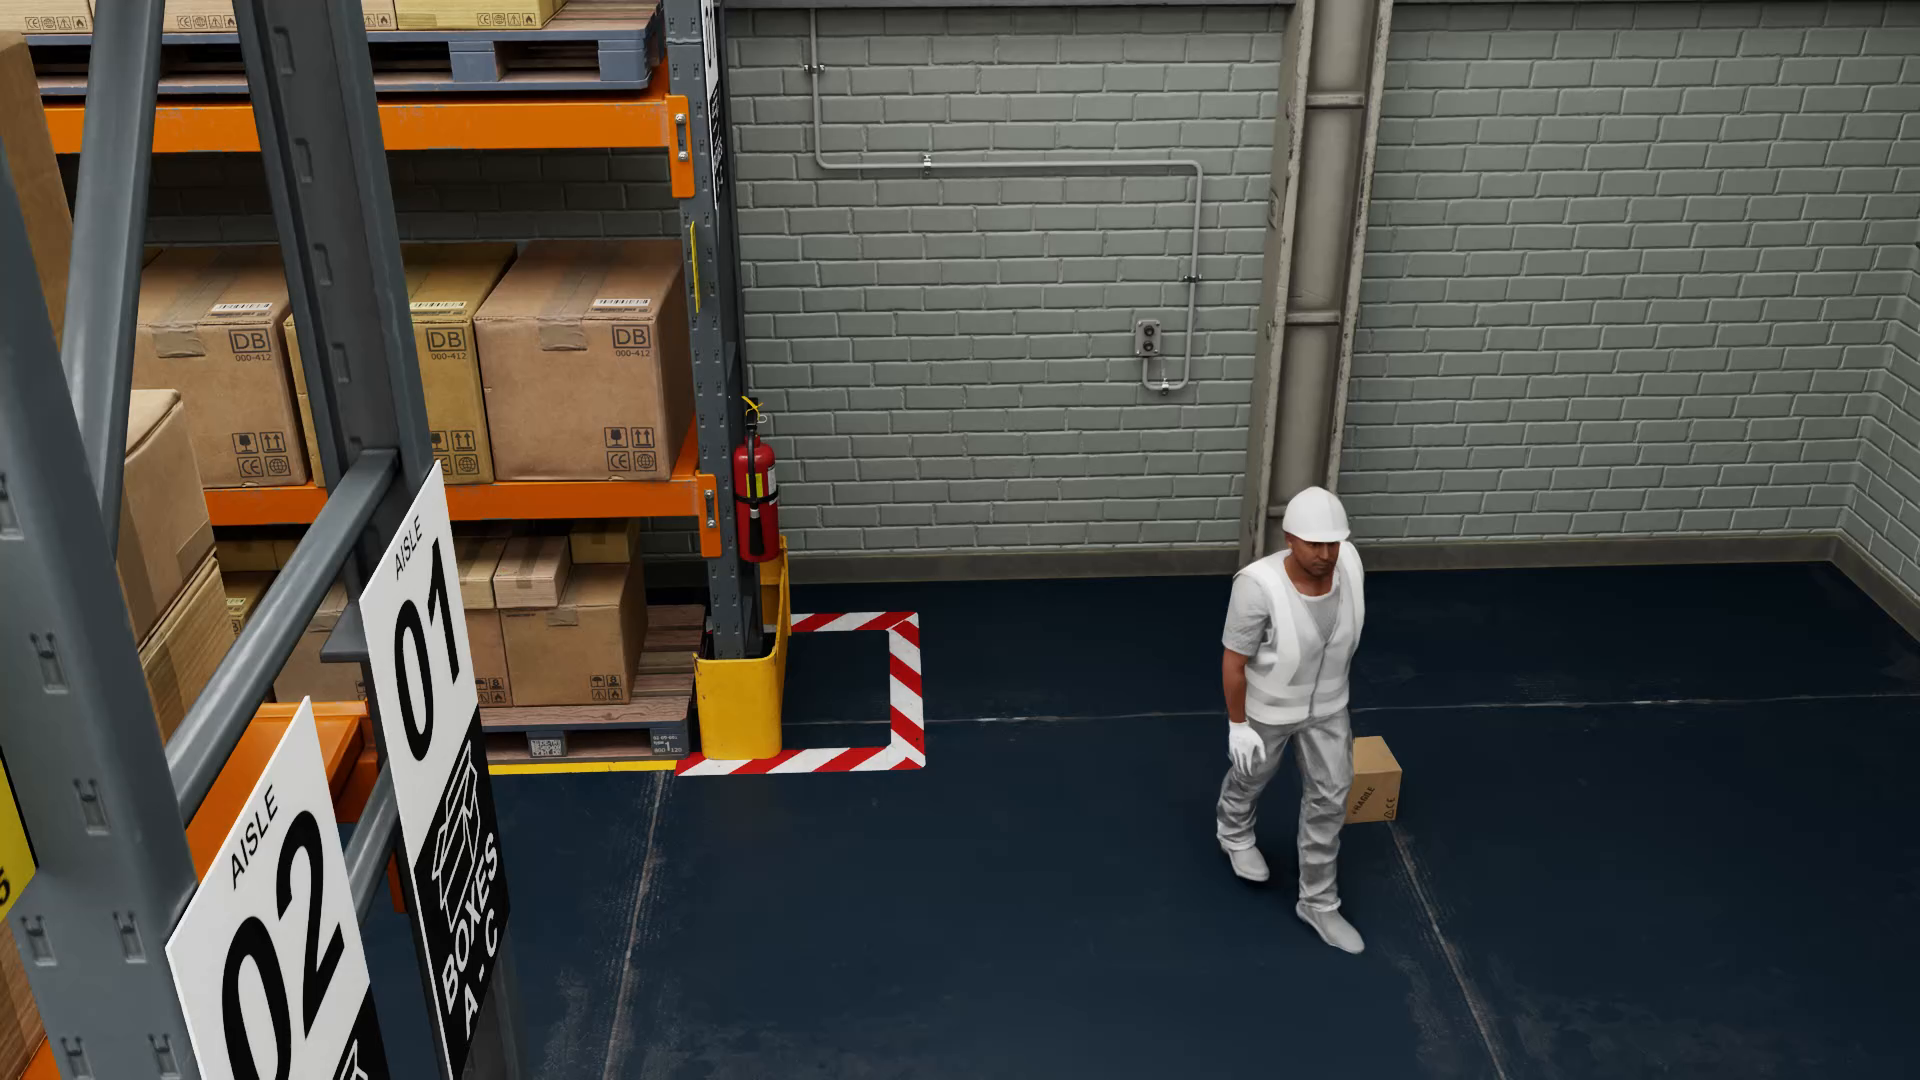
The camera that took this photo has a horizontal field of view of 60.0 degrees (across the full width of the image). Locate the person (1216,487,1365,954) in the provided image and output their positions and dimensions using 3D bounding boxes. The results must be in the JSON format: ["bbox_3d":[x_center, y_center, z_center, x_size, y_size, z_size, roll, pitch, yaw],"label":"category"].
[{"bbox_3d":[1.179,0.604,5.948,0.593,1.802,0.713,-8,28,-14],"label":"person"}]
